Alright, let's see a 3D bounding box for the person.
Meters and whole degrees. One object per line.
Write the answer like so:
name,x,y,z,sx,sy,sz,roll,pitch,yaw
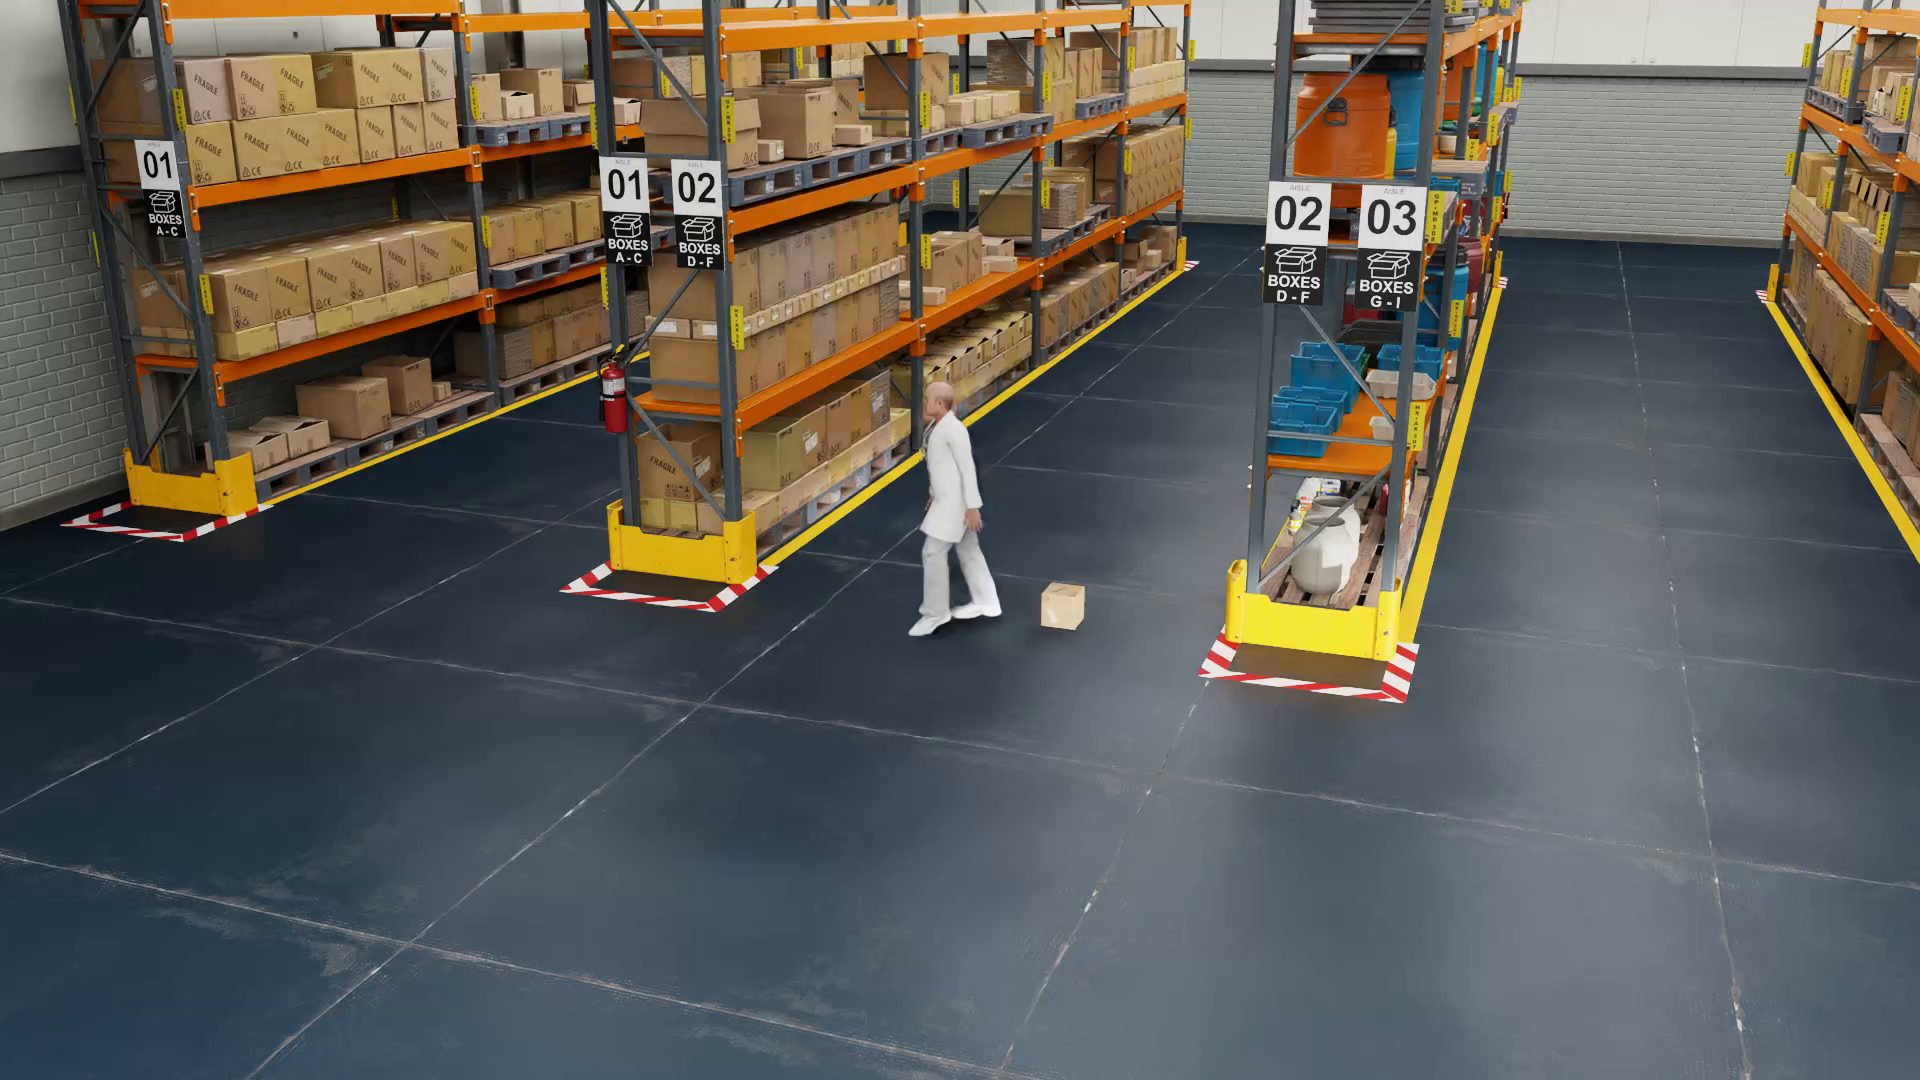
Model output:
person,-0.046,-0.235,11.834,0.702,1.818,0.615,-2,18,-6
